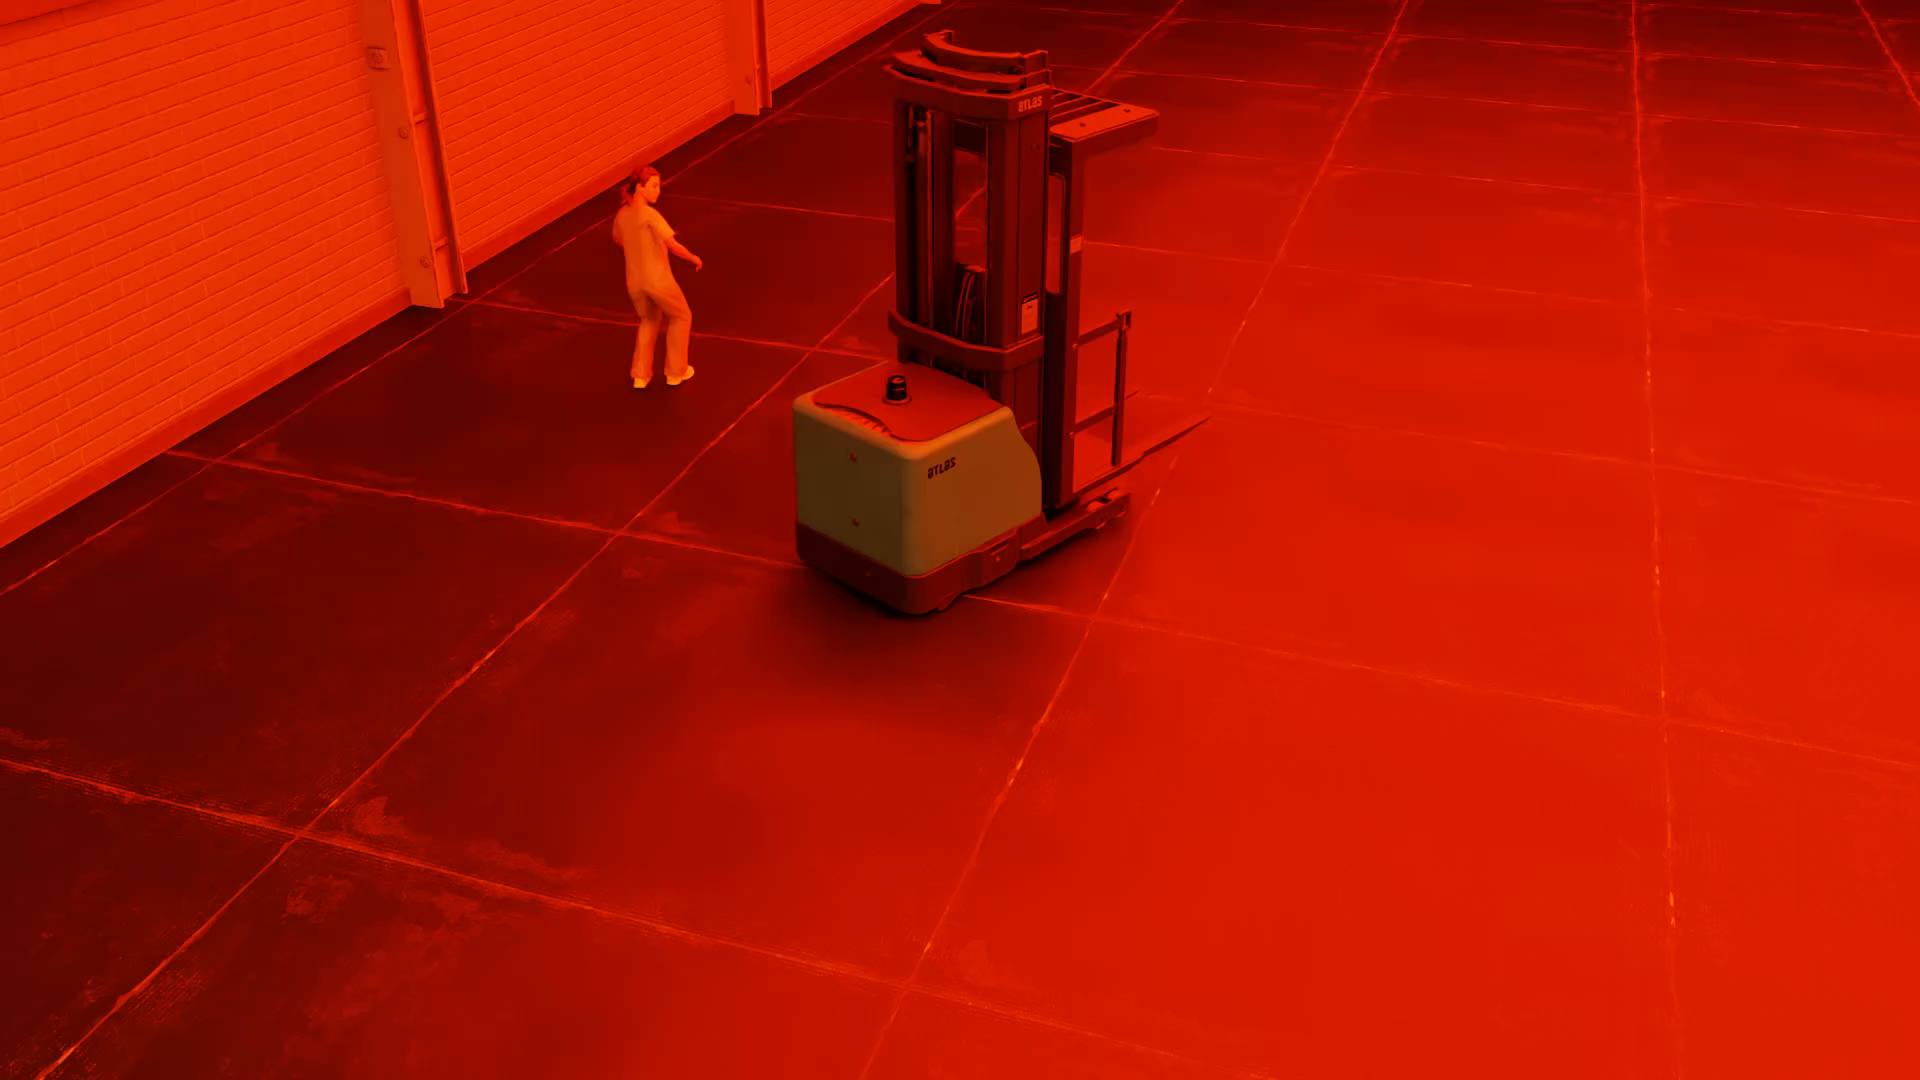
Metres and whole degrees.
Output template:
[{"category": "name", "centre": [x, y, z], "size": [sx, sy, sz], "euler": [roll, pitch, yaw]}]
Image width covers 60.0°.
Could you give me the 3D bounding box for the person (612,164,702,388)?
[{"category": "person", "centre": [-2.142, -1.849, 11.752], "size": [0.673, 1.621, 0.534], "euler": [16, 33, 25]}]

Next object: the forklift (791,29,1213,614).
[{"category": "forklift", "centre": [0.414, -1.498, 9.765], "size": [1.130, 2.935, 3.031], "euler": [25, 38, 37]}]
